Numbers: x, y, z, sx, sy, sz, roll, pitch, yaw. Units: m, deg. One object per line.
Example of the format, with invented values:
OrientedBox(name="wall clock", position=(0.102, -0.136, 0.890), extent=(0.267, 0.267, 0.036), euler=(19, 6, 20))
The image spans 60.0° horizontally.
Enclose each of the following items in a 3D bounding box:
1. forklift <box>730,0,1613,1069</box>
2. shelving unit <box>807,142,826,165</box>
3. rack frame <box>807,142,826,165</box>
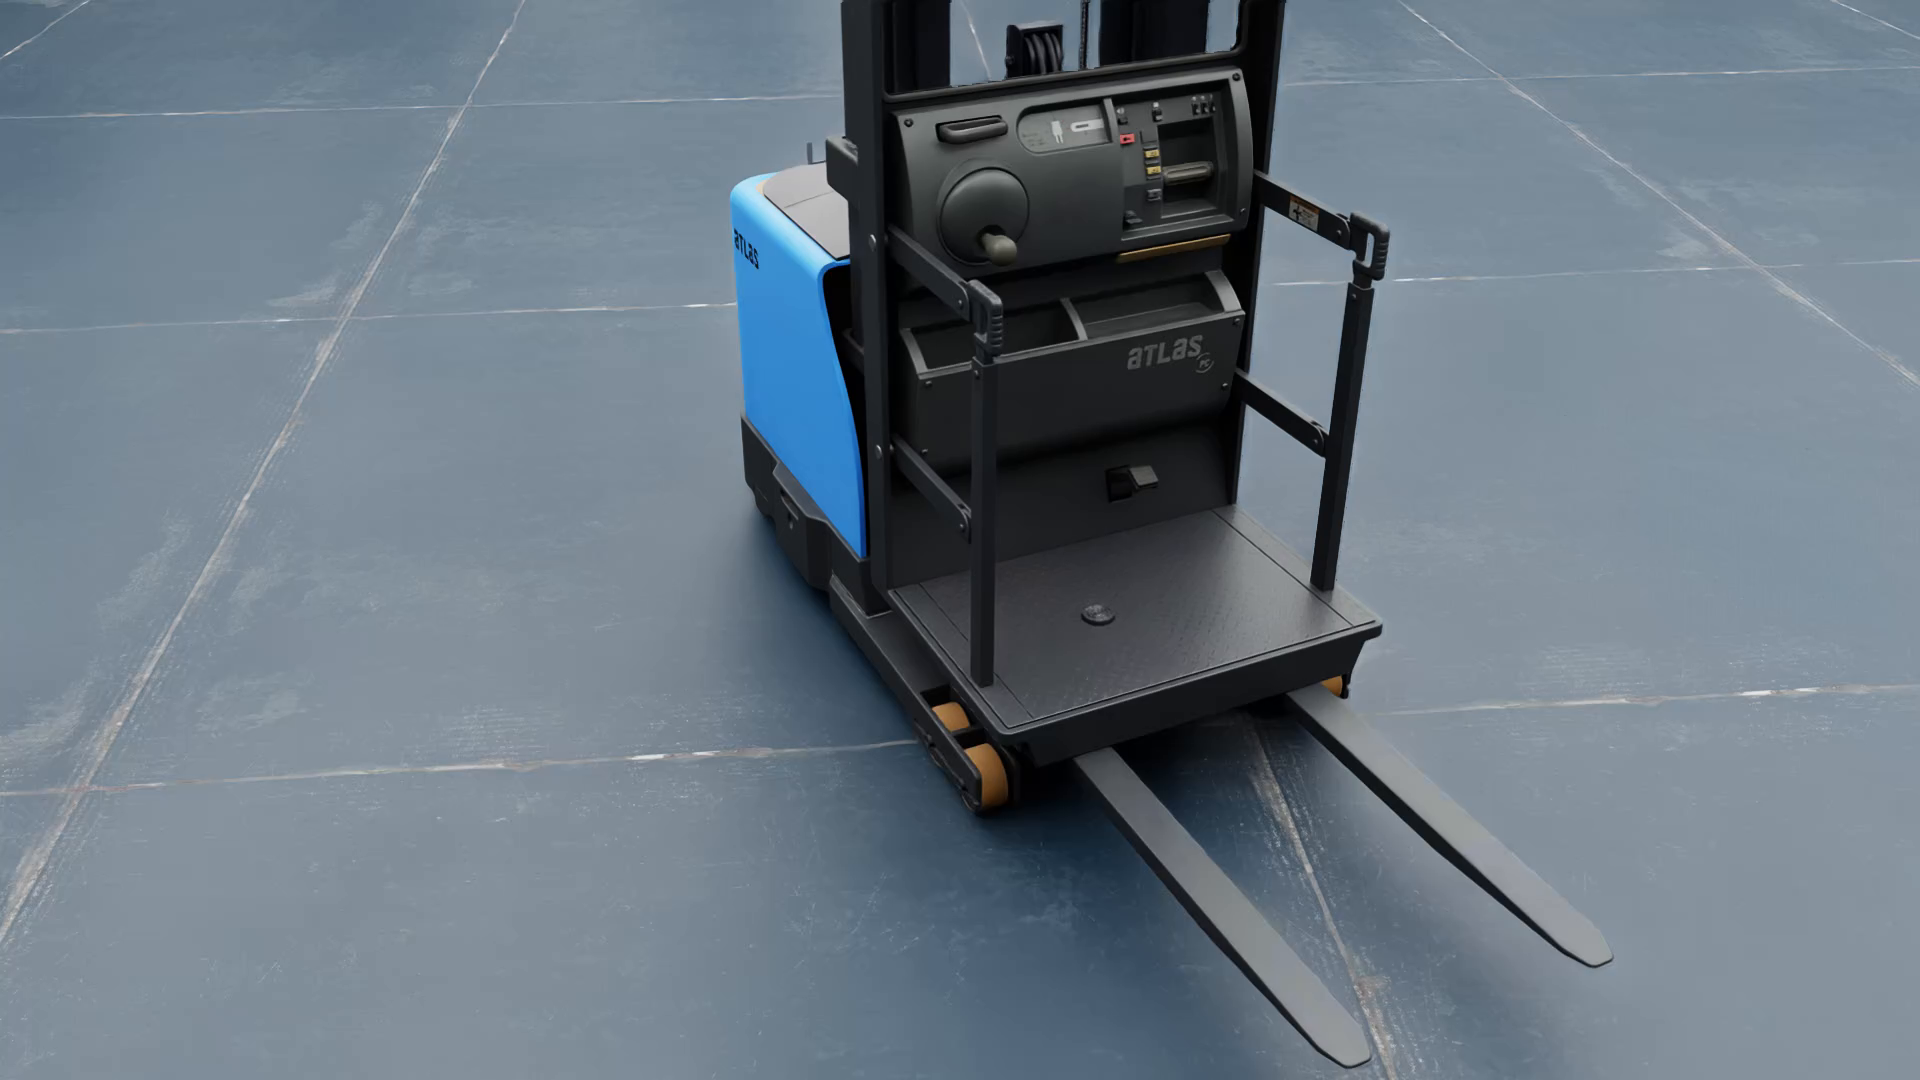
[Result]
OrientedBox(name="forklift", position=(0.385, -0.843, 3.802), extent=(1.130, 2.935, 3.031), euler=(-14, 33, -22))
OrientedBox(name="shelving unit", position=(-0.349, -0.790, 5.549), extent=(0.215, 1.050, 0.252), euler=(-14, 33, -22))
OrientedBox(name="rack frame", position=(-0.401, -0.847, 5.644), extent=(0.200, 1.050, 0.008), euler=(-14, 33, -22))
